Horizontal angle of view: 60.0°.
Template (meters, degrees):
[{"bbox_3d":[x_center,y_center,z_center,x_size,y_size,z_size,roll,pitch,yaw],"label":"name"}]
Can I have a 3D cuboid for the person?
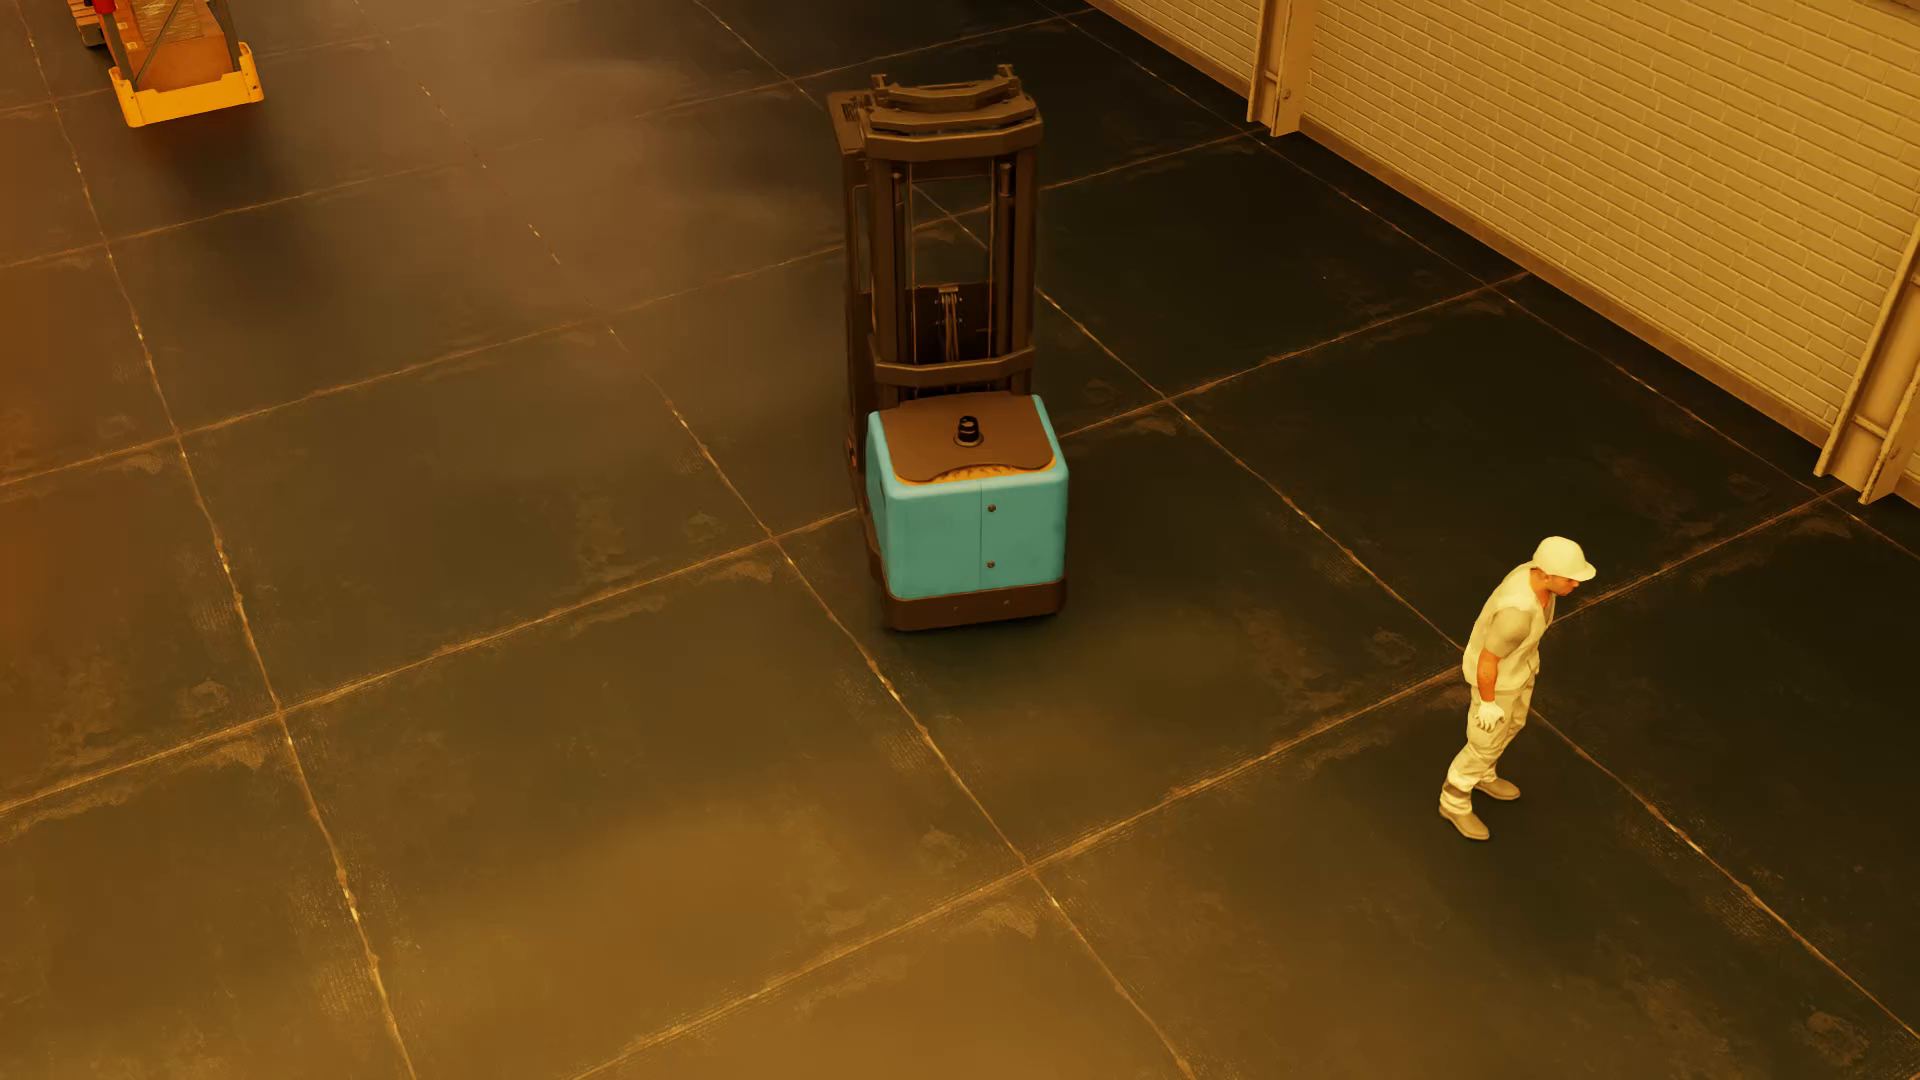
[{"bbox_3d":[2.687,0.678,8.125,0.451,1.777,0.607,27,47,28],"label":"person"}]

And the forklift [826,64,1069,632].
[{"bbox_3d":[-0.156,-1.545,9.899,1.130,2.935,3.031,-7,40,-8],"label":"forklift"}]
